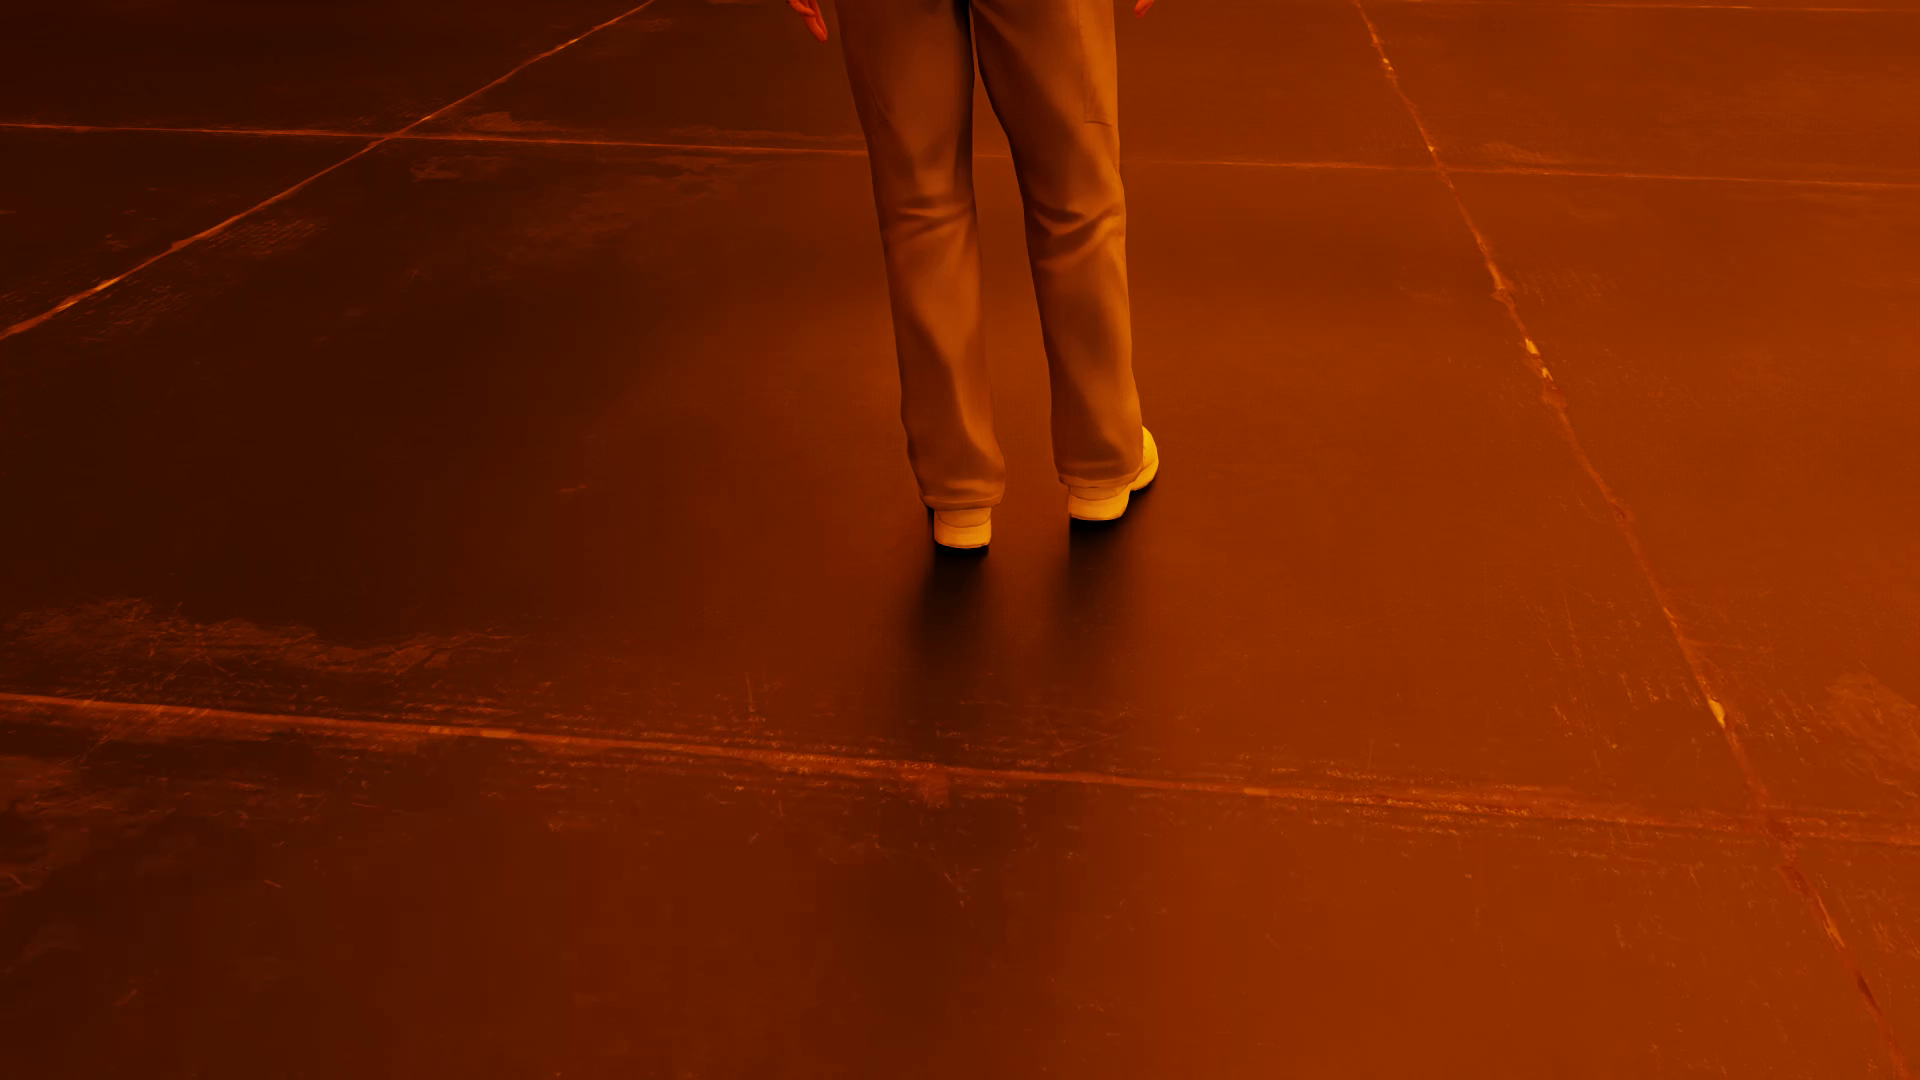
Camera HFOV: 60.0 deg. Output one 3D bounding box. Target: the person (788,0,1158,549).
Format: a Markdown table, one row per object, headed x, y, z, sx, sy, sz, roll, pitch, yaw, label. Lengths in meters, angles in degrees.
| x | y | z | sx | sy | sz | roll | pitch | yaw | label |
| --- | --- | --- | --- | --- | --- | --- | --- | --- | --- |
| 0.023 | -0.788 | 2.187 | 0.549 | 1.673 | 0.548 | 3 | 27 | 7 | person |
